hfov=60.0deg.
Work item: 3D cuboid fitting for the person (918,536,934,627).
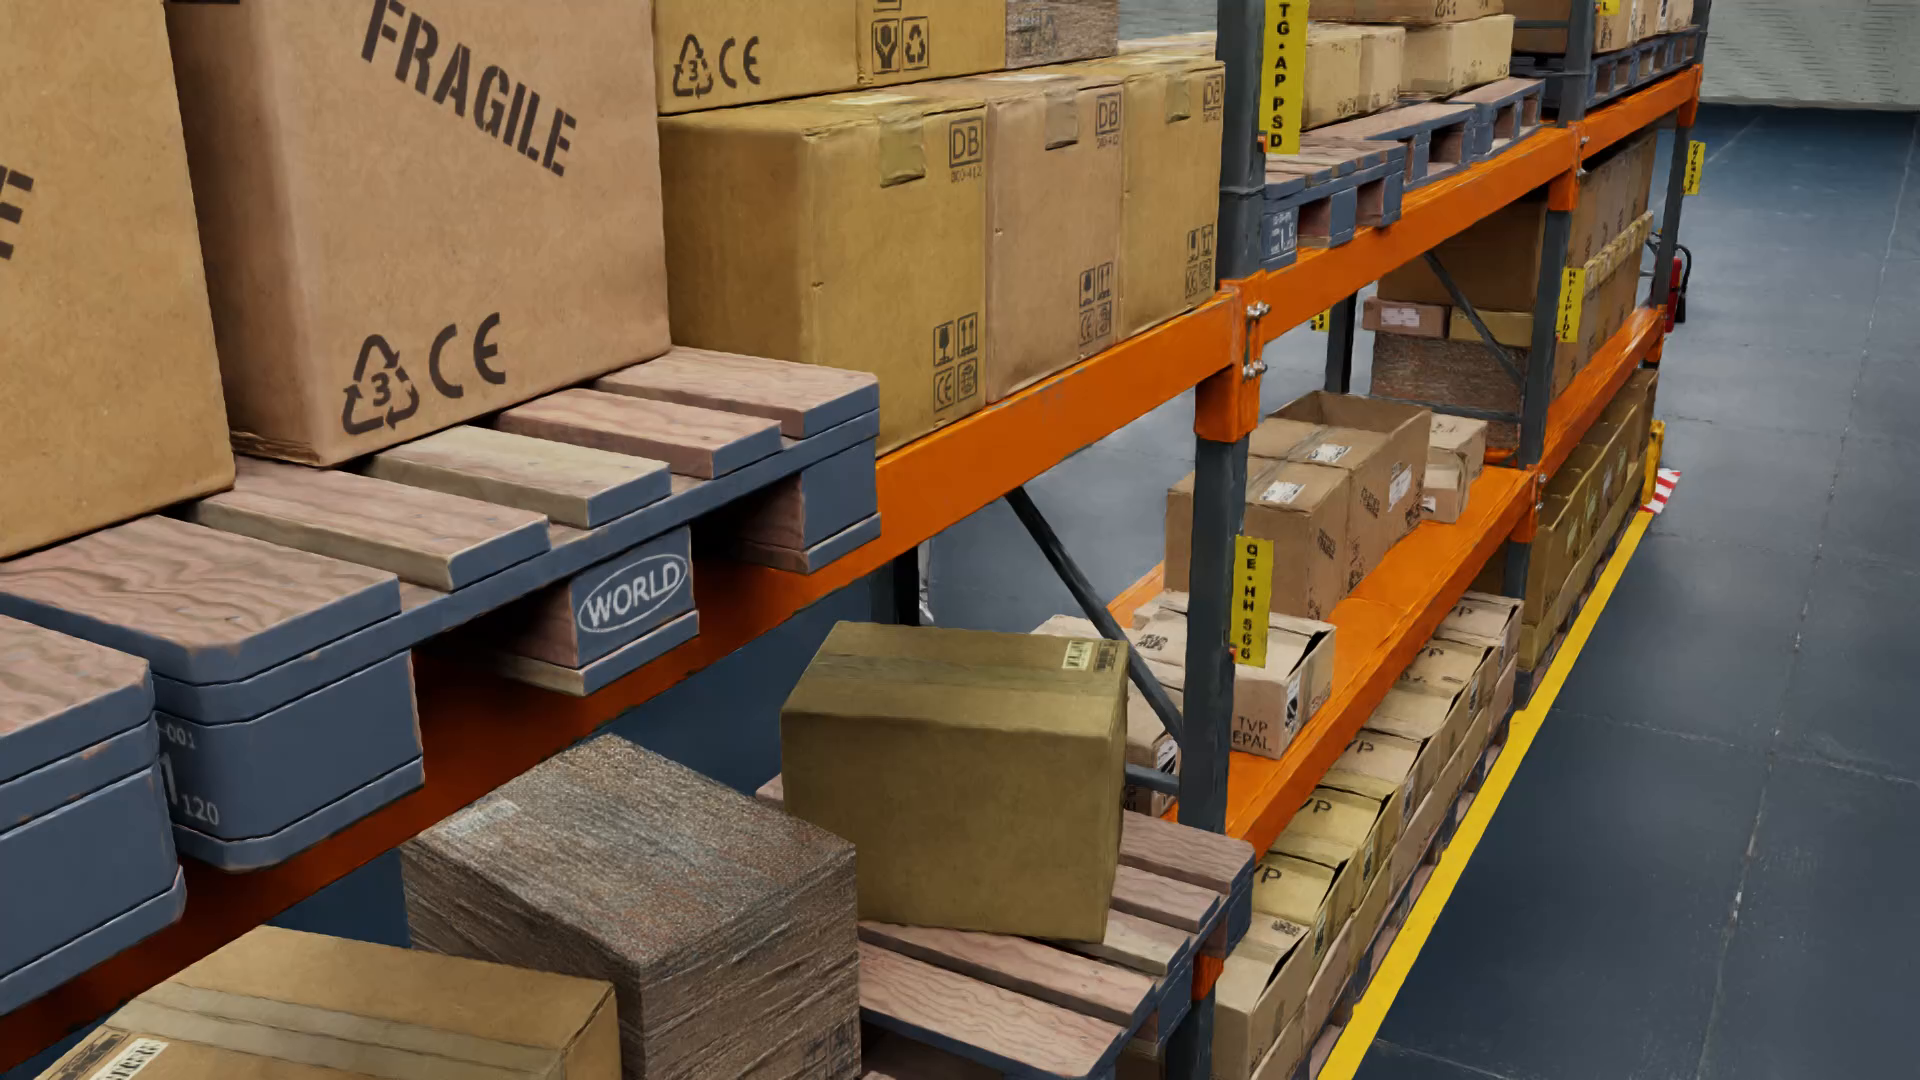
[{"bbox_3d":[-0.370,-0.256,8.846,0.569,1.566,0.450,6,20,15],"label":"person"}]
